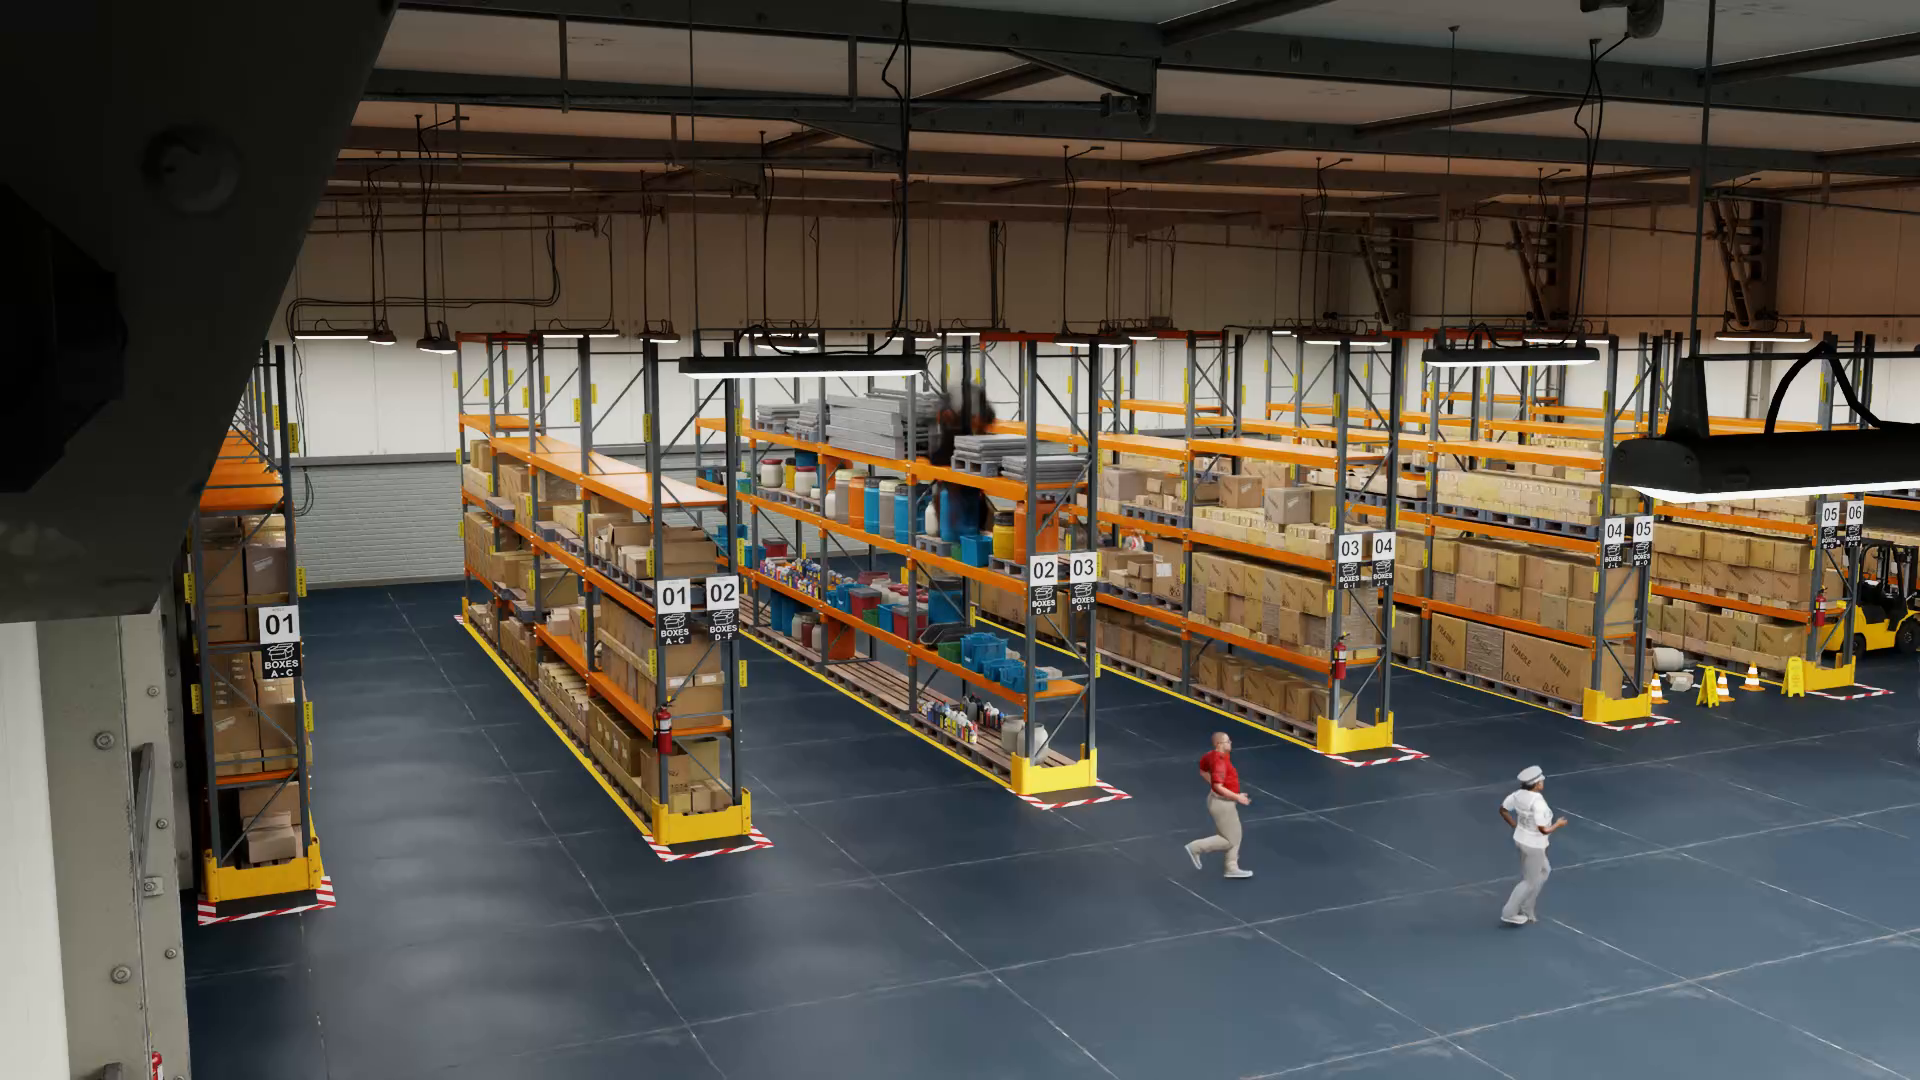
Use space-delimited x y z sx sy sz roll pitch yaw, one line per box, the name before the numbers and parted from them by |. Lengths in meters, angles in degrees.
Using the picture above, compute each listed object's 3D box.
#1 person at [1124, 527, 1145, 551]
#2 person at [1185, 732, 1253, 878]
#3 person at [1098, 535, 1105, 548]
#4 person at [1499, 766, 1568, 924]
person | 3.847 0.527 36.338 0.639 1.819 0.828 -4 9 -26
person | 2.916 2.984 18.714 0.798 1.689 0.663 0 8 -3
person | 3.055 0.448 37.864 0.602 1.607 0.537 -3 8 -23
person | 5.955 3.186 17.277 0.667 1.728 0.558 -1 8 -7
